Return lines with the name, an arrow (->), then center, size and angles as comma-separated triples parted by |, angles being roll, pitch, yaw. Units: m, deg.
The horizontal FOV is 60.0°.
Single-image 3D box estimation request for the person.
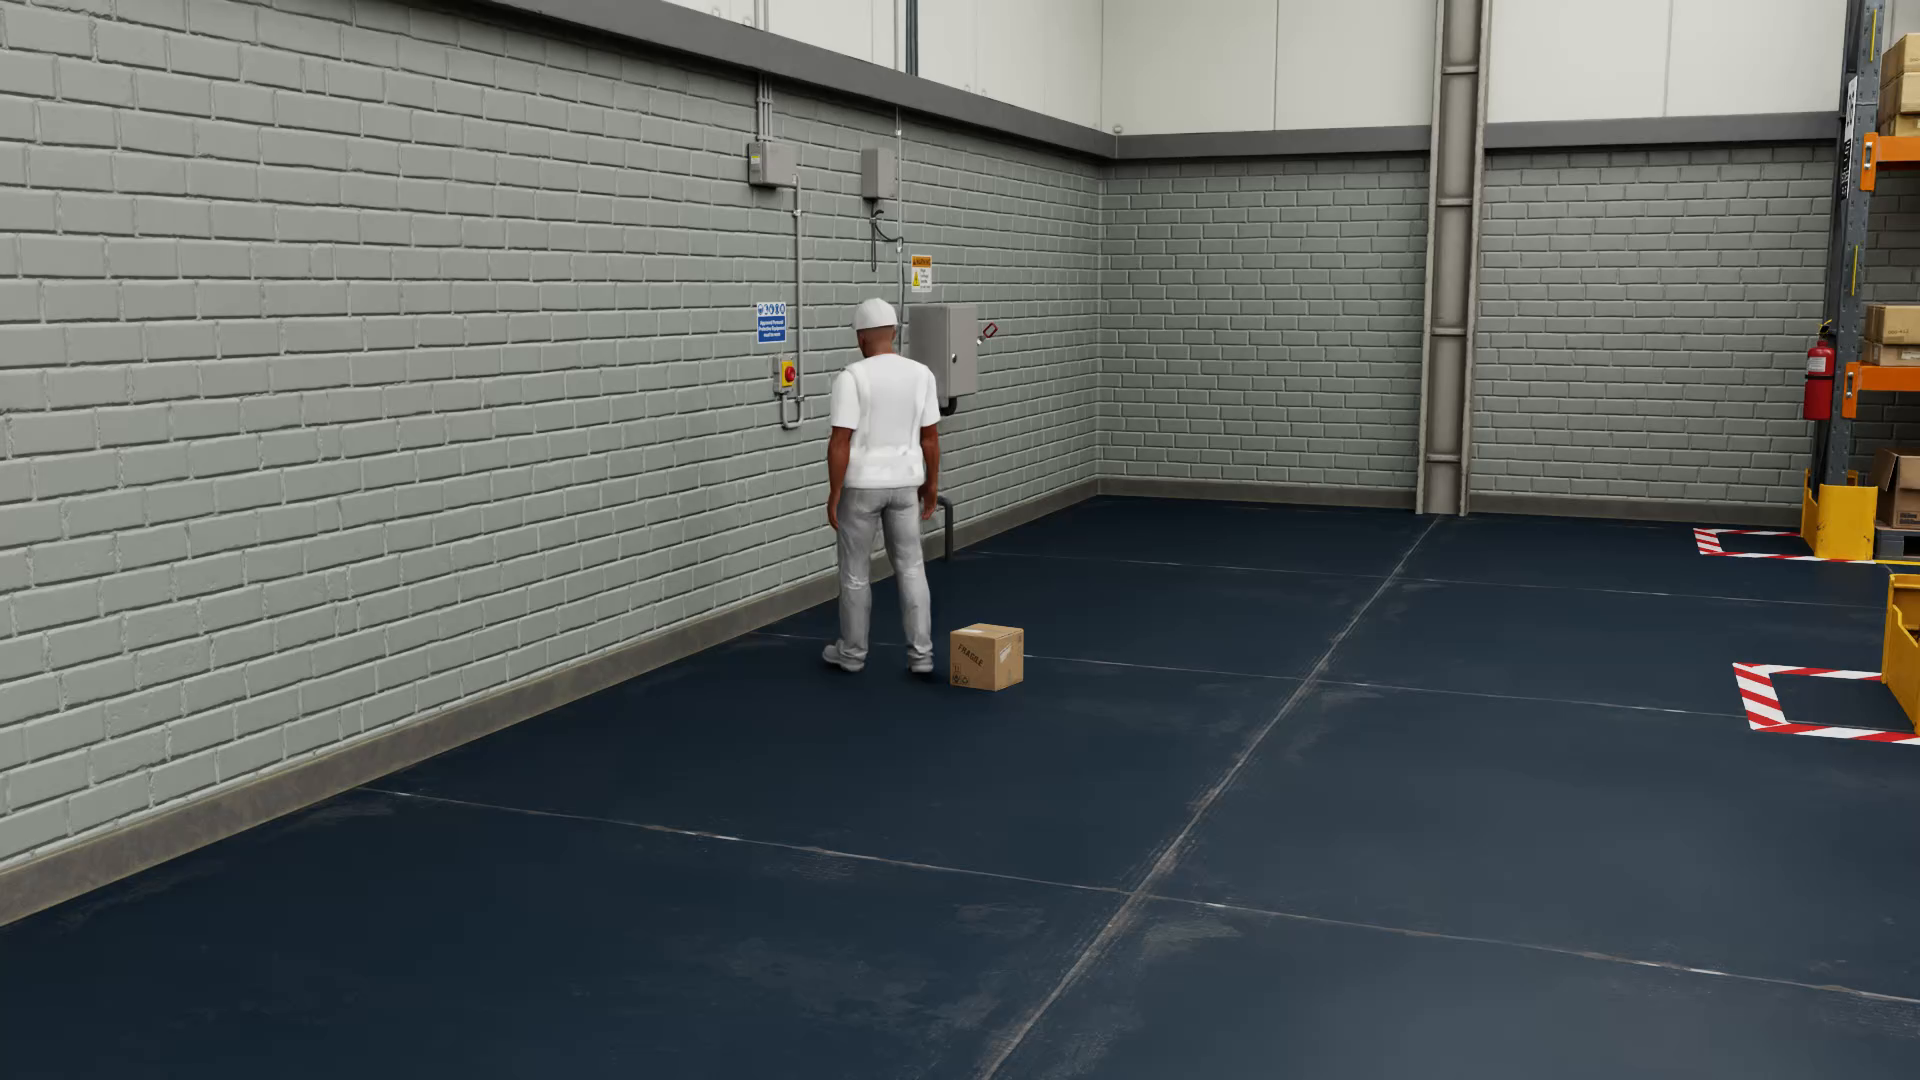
person -> -0.379, -0.250, 7.857 | 0.567, 1.771, 0.648 | -4, 10, -25
